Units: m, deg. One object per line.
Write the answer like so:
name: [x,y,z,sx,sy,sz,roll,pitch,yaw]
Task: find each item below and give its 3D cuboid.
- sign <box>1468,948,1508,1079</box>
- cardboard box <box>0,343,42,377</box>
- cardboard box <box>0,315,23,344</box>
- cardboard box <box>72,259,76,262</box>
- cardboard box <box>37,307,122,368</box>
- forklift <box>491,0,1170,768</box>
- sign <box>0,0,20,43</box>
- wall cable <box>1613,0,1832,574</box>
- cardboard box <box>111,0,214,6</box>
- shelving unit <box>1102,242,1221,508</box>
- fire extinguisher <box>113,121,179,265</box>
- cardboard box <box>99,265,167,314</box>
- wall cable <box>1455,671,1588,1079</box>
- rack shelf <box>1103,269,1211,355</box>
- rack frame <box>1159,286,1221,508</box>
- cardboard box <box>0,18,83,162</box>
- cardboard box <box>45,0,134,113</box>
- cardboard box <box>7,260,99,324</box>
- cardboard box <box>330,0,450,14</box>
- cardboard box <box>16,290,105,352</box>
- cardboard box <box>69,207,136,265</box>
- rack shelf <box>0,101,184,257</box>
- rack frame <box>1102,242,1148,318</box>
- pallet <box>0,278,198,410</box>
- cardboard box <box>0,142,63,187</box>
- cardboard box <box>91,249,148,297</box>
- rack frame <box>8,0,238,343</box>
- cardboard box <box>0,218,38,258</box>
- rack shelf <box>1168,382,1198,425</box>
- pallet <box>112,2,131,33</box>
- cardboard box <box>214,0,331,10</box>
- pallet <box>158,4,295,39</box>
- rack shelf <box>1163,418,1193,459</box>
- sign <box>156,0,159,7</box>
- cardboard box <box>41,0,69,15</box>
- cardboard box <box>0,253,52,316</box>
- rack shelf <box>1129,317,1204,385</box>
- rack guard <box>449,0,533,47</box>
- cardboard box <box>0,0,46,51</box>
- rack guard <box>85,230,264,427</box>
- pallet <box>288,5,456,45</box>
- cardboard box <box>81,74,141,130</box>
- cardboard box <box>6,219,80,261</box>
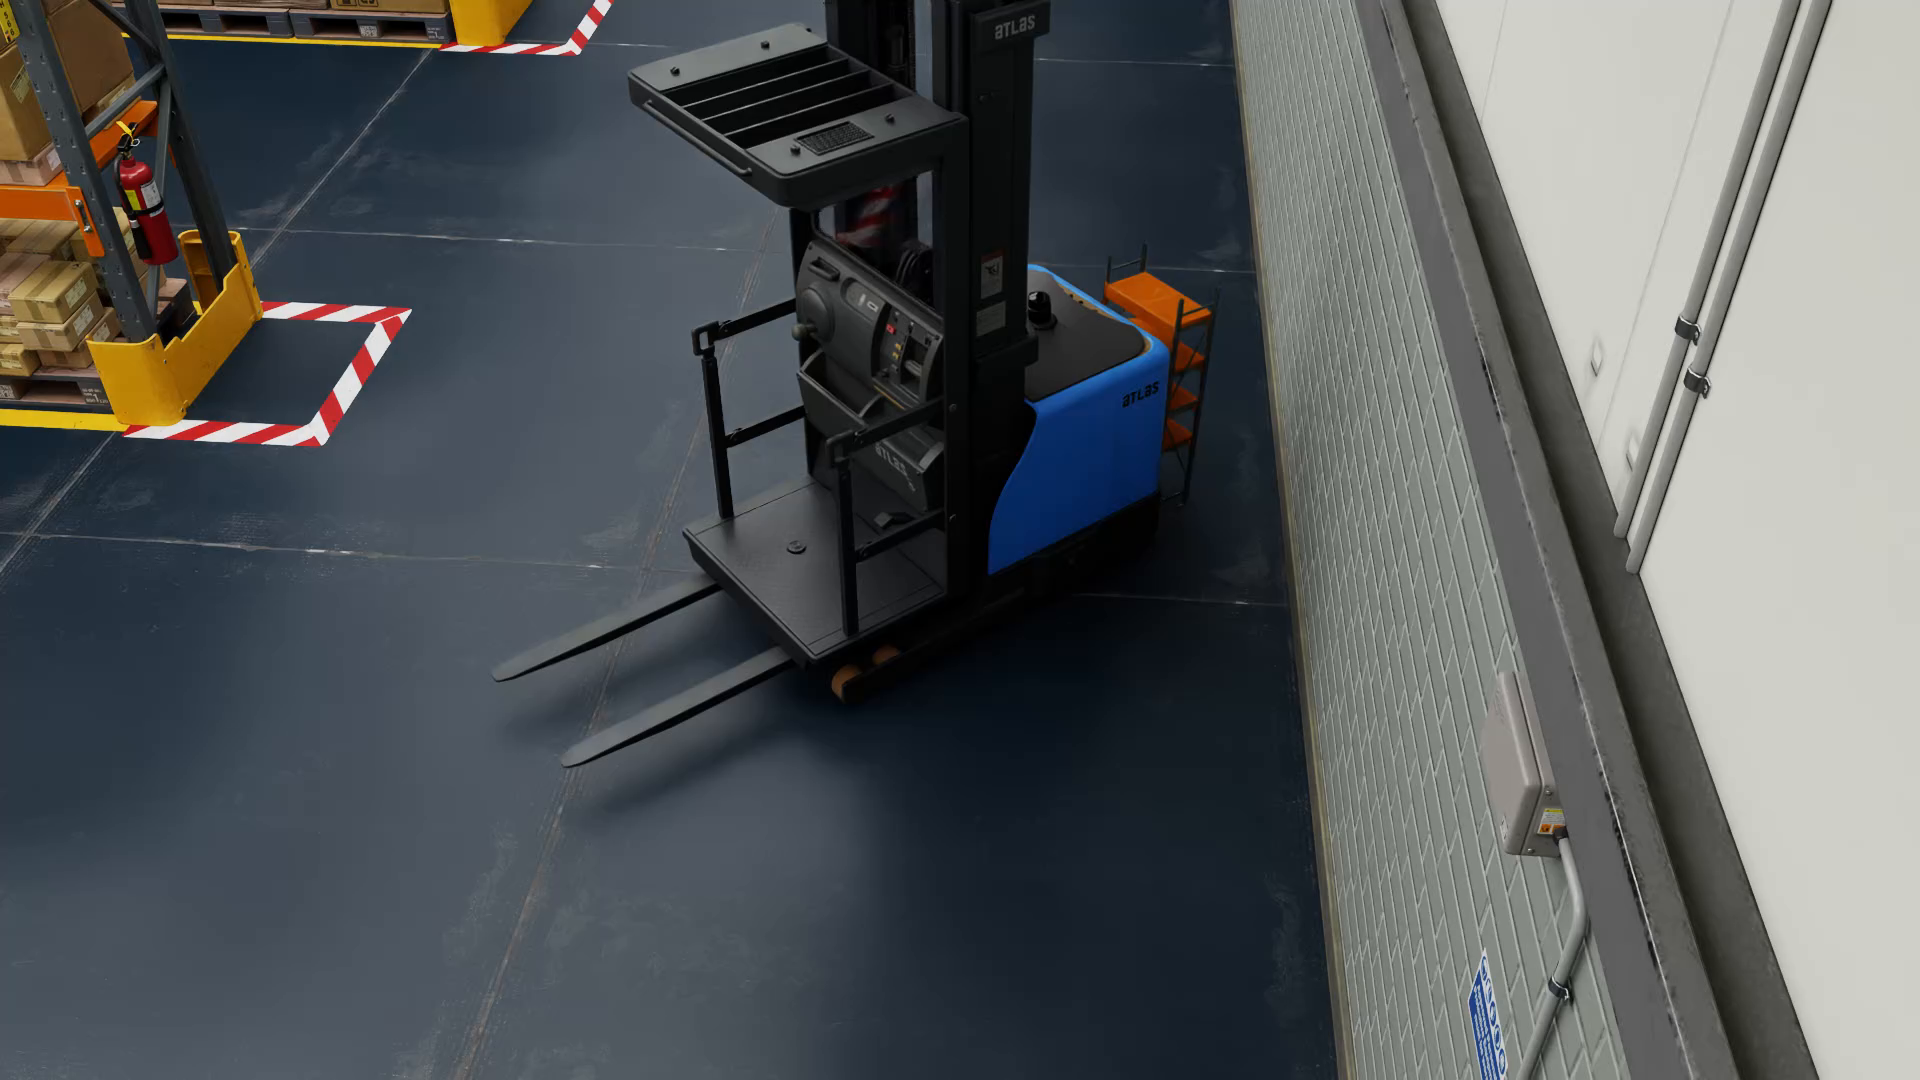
sign: [1.239,1.157,3.909,0.001,0.218,0.327,3,39,4]
cardboard box: [-4.927,-1.028,8.733,0.250,0.149,0.380,4,39,5]
cardboard box: [-4.926,-1.193,8.700,0.250,0.149,0.380,2,39,3]
cardboard box: [-4.888,-1.536,9.121,0.250,0.149,0.380,3,39,4]
cardboard box: [-4.662,-1.077,8.794,0.250,0.149,0.380,4,39,5]
forklift: [-0.541,-0.824,6.611,3.031,2.935,1.130,-26,46,-28]
sign: [-4.188,-2.346,7.259,0.005,0.325,0.100,3,39,4]
wall cable: [1.245,-1.198,2.264,0.029,3.000,0.463,3,39,4]
cardboard box: [-6.029,-4.658,12.617,0.875,0.875,0.875,3,39,4]
shelving unit: [0.890,-0.738,7.866,0.258,1.200,0.503,-22,44,-30]
fire extinguisher: [-3.909,-1.644,7.921,0.183,0.674,0.296,3,39,4]
cardboard box: [-4.614,-1.410,9.202,0.250,0.149,0.380,4,39,5]
wall cable: [1.173,0.882,3.631,0.123,1.953,0.585,3,39,4]
rack shelf: [0.907,-1.051,7.628,0.258,0.148,0.480,-22,44,-30]
rack frame: [1.035,-0.614,7.714,0.240,1.200,0.015,-22,44,-30]
cardboard box: [-4.590,-2.139,7.858,0.500,0.500,0.500,4,39,5]
cardboard box: [-4.543,-2.475,8.270,0.500,0.500,0.500,5,39,6]
cardboard box: [-4.669,-1.280,8.571,0.250,0.149,0.380,4,39,4]
cardboard box: [-4.236,-4.560,12.497,0.875,0.875,0.875,3,39,4]
cardboard box: [-4.670,-1.145,8.641,0.250,0.149,0.380,2,39,3]
cardboard box: [-4.613,-1.653,9.029,0.250,0.149,0.380,1,39,2]
rack shelf: [-6.112,-1.953,8.513,4.000,0.370,1.077,3,39,4]
rack frame: [0.745,-0.862,8.018,0.240,1.200,0.015,-22,44,-30]
pallet: [-5.002,-1.112,9.119,1.213,0.211,1.003,3,39,4]
cardboard box: [-4.469,-1.865,8.035,0.250,0.149,0.380,3,39,4]
cardboard box: [-4.620,-1.485,9.059,0.250,0.149,0.380,5,39,6]
rack frame: [-4.120,-2.123,8.152,0.127,3.000,1.000,3,39,4]
cardboard box: [-5.138,-1.687,9.071,0.250,0.149,0.380,3,39,4]
rack shelf: [0.887,-0.685,7.907,0.258,0.148,0.480,-22,44,-30]
pallet: [-6.825,-4.282,13.014,1.213,0.211,1.003,3,39,4]
cardboard box: [-5.142,-4.610,12.558,0.875,0.875,0.875,3,39,4]
pallet: [-5.607,-4.218,12.935,1.213,0.211,1.003,3,39,4]
rack shelf: [0.878,-0.527,8.027,0.258,0.148,0.480,-22,44,-30]
sign: [-4.073,-2.800,8.298,0.005,0.325,0.100,3,39,4]
cardboard box: [-4.544,-2.856,7.946,0.500,0.500,0.500,3,39,4]
cardboard box: [-4.915,-1.330,8.633,0.250,0.149,0.380,4,39,5]
rack shelf: [0.897,-0.863,7.772,0.258,0.148,0.480,-22,44,-30]
rack guard: [-3.567,-4.266,12.765,0.348,0.500,1.175,3,39,4]
cardboard box: [-4.597,-2.533,7.550,0.500,0.500,0.500,2,39,3]
rack guard: [-4.196,-1.157,8.946,0.348,0.500,1.175,3,39,4]
pallet: [-4.395,-4.149,12.851,1.213,0.211,1.003,3,39,4]
cardboard box: [-4.414,-2.249,8.506,0.250,0.149,0.380,3,39,3]
cardboard box: [-4.898,-1.592,8.955,0.250,0.149,0.380,4,39,5]
